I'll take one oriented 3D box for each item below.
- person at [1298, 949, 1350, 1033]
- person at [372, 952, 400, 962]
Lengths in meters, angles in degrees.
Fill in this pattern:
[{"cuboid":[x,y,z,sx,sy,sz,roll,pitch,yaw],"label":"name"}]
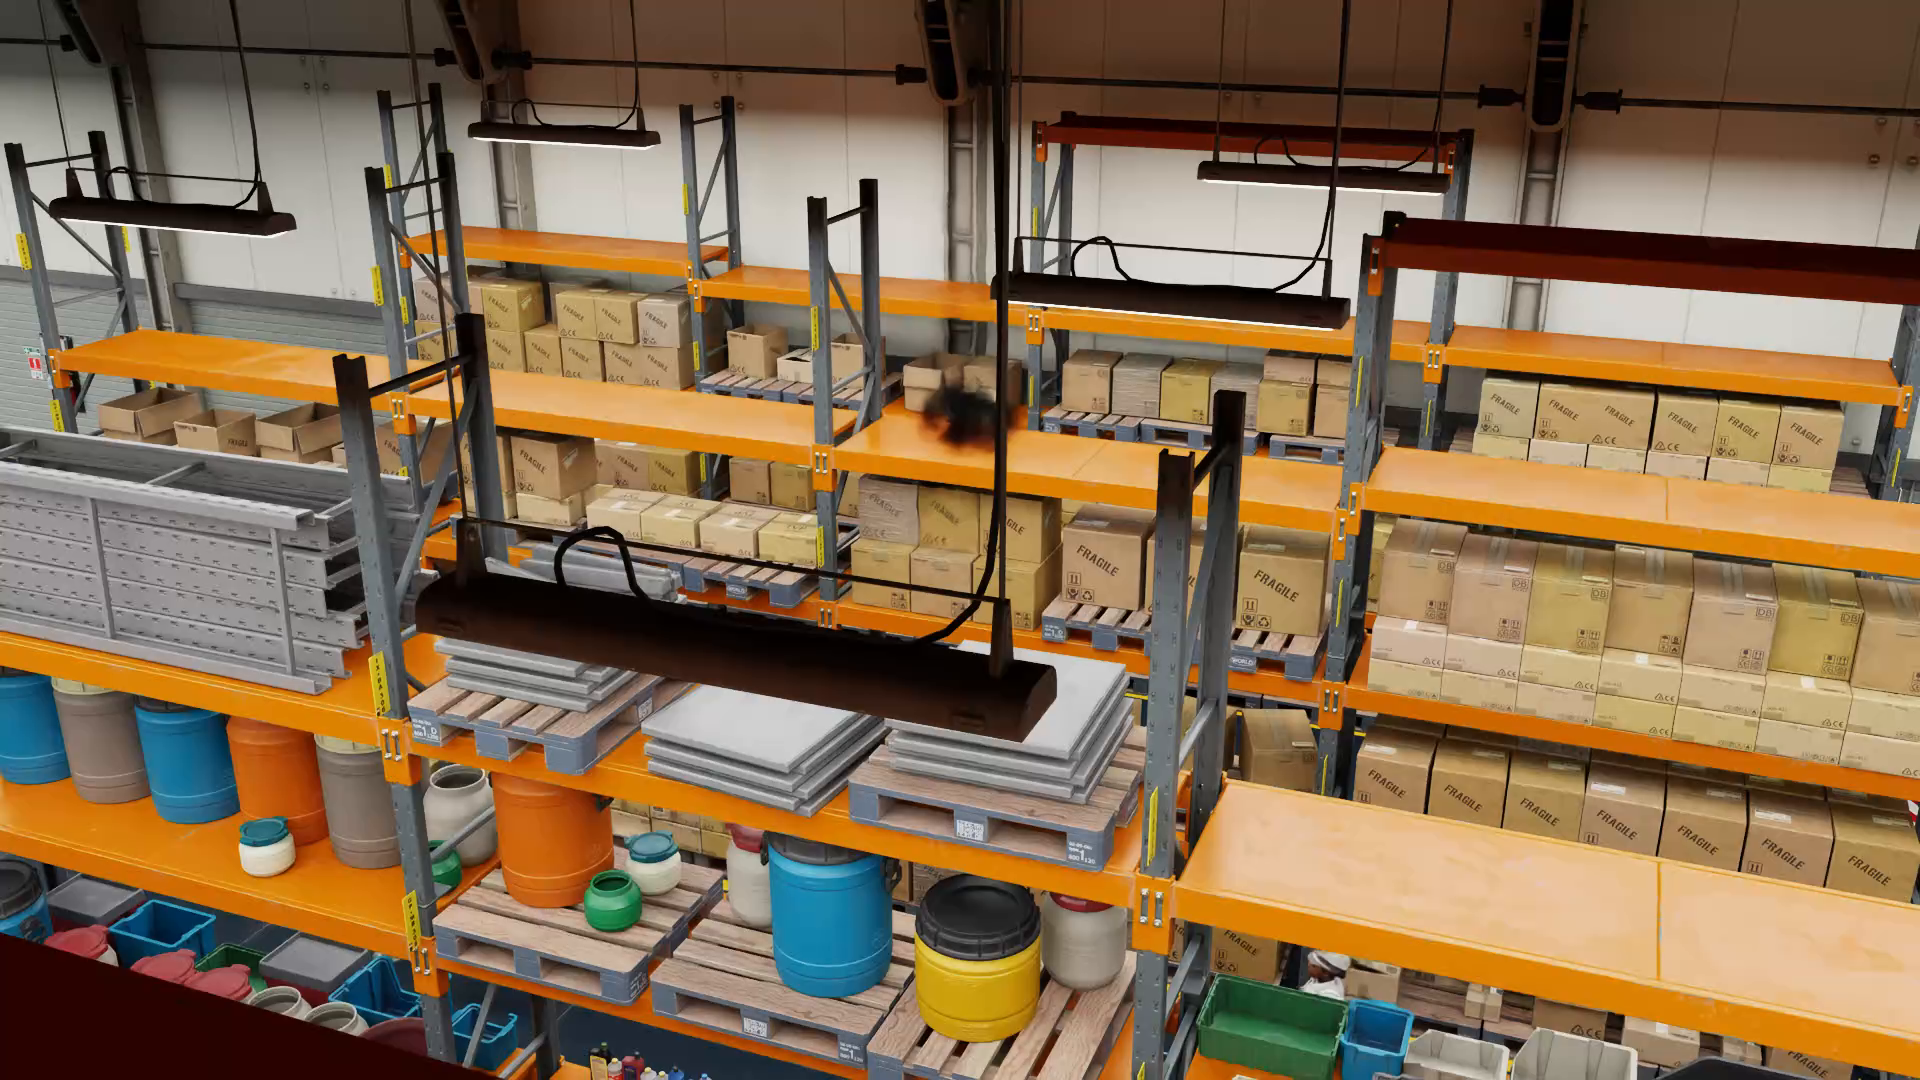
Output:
[{"cuboid":[2.376,3.398,11.030,0.938,1.685,0.575,6,22,16],"label":"person"},{"cuboid":[-4.272,2.657,12.875,0.855,1.589,0.566,3,21,9],"label":"person"}]
